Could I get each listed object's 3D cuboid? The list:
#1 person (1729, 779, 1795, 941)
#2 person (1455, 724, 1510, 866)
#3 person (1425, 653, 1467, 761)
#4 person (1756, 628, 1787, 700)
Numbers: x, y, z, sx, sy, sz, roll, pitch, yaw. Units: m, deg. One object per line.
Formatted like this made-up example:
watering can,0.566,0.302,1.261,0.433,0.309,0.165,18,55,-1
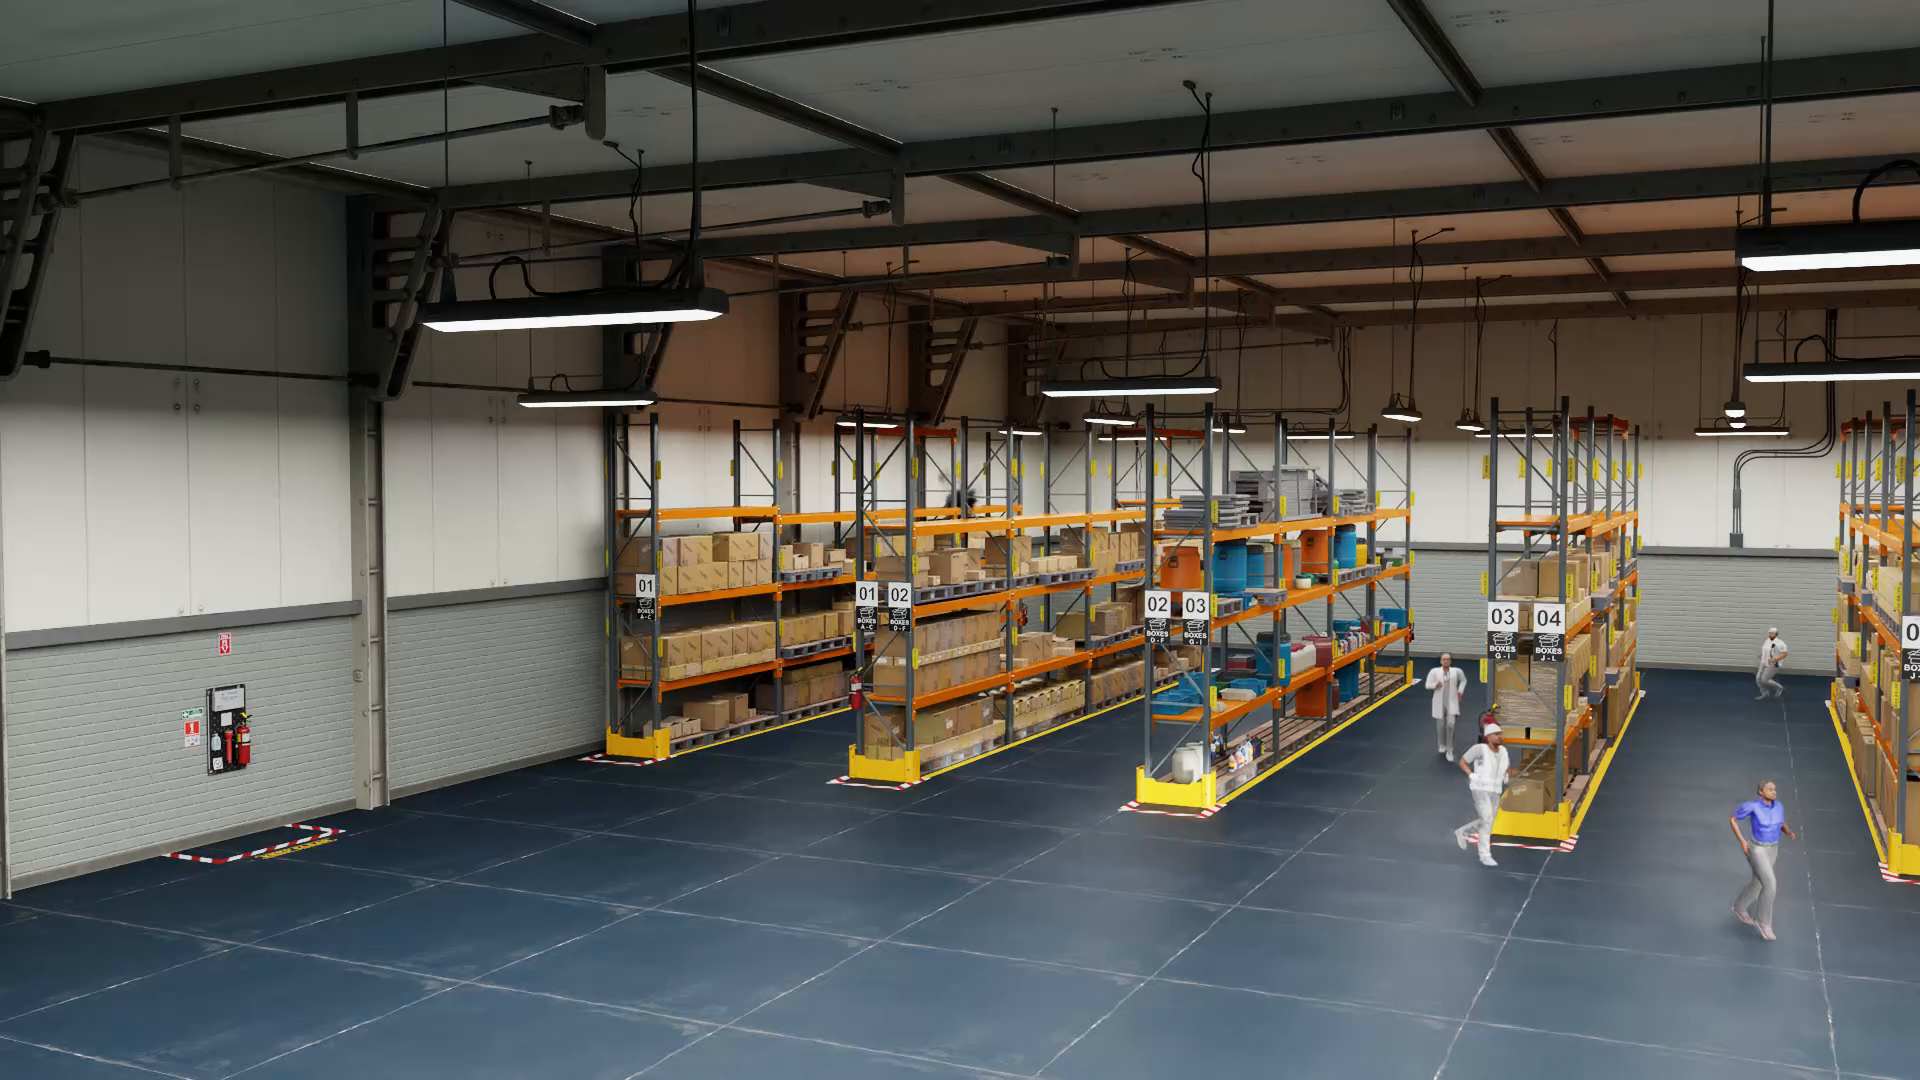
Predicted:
person,8.681,3.427,18.006,0.571,1.699,0.753,-1,3,-22
person,6.789,3.243,21.450,0.727,1.756,0.842,-1,3,-22
person,8.451,2.892,28.938,0.687,1.844,0.814,1,3,17
person,17.630,2.696,36.121,0.533,1.591,0.609,0,2,-9
